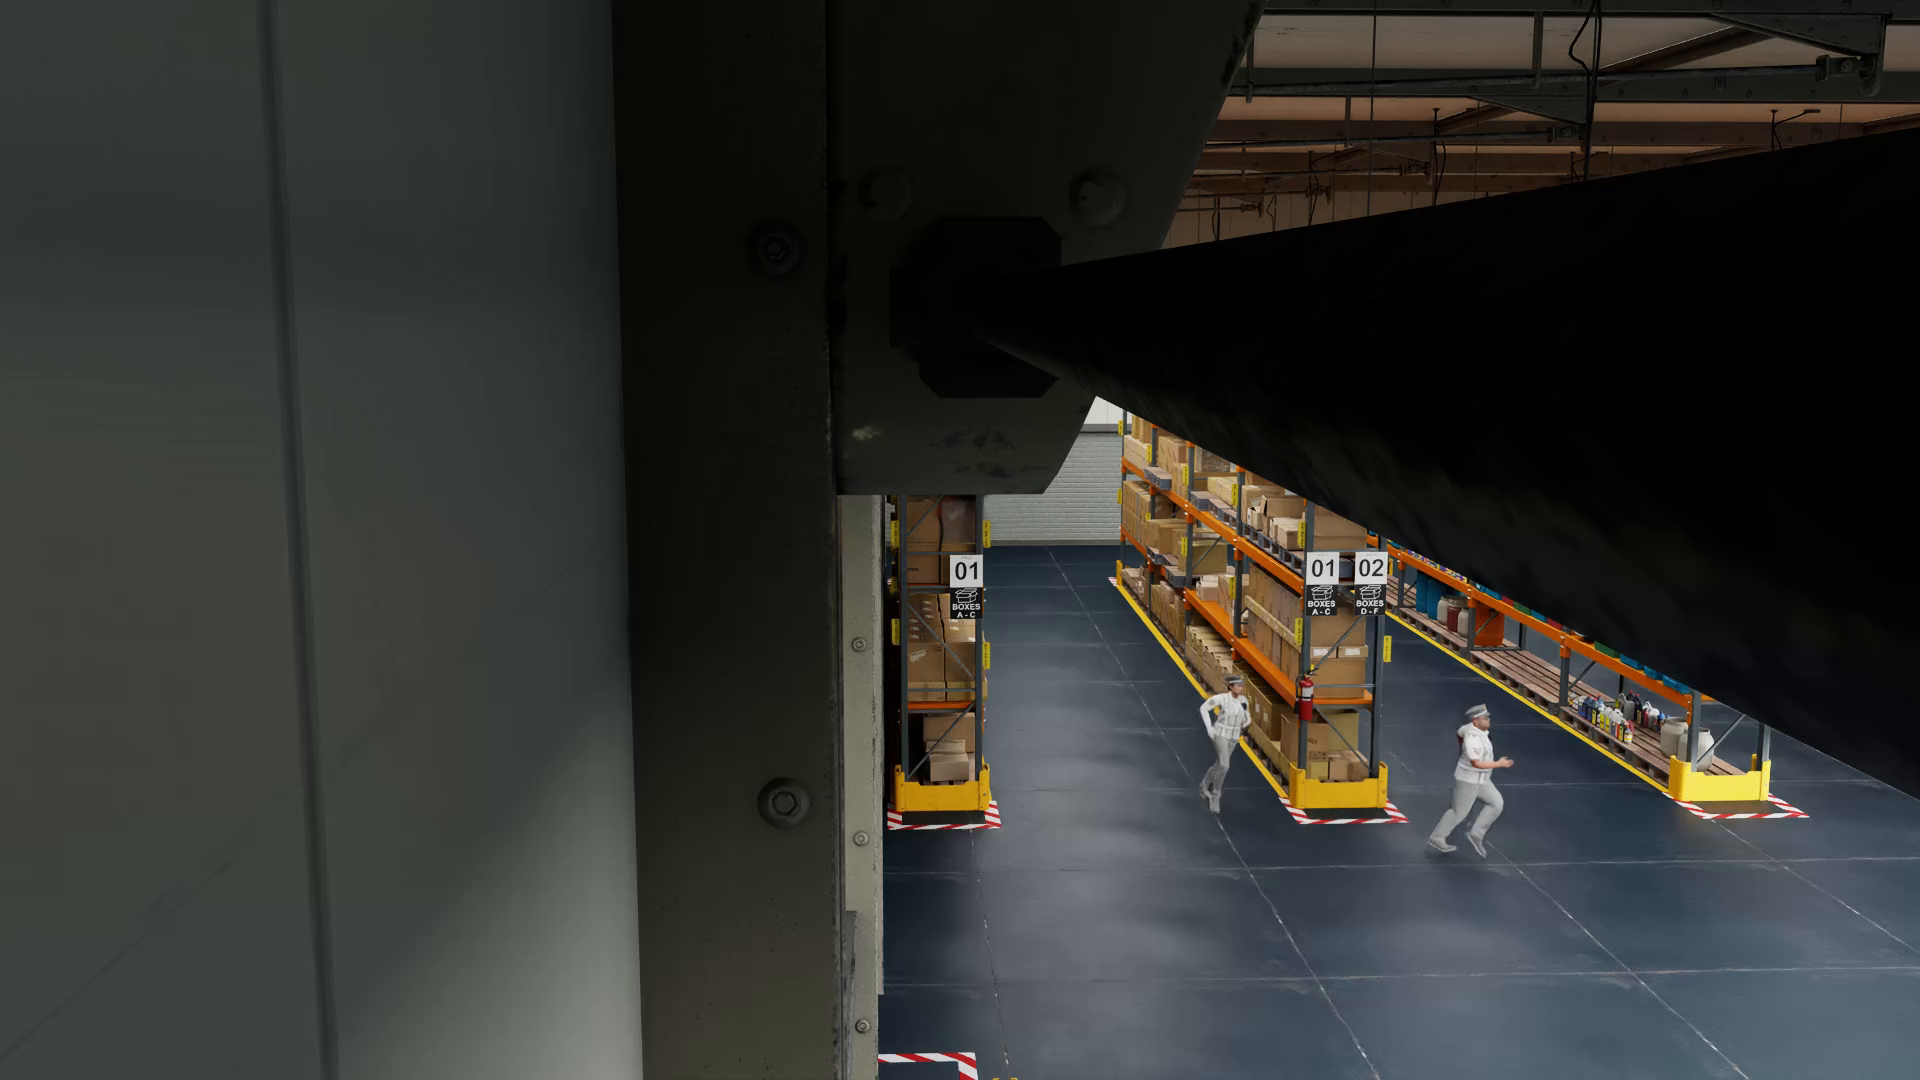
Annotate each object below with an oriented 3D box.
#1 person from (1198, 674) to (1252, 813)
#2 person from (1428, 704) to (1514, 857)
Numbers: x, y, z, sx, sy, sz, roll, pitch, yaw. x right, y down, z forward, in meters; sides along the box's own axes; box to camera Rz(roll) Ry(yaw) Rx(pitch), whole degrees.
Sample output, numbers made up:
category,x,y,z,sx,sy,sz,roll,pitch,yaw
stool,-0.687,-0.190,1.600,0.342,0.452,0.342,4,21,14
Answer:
category,x,y,z,sx,sy,sz,roll,pitch,yaw
person,3.296,2.490,20.740,0.673,1.705,0.719,-4,9,-25
person,5.793,2.707,18.777,0.885,1.802,0.679,5,10,28
